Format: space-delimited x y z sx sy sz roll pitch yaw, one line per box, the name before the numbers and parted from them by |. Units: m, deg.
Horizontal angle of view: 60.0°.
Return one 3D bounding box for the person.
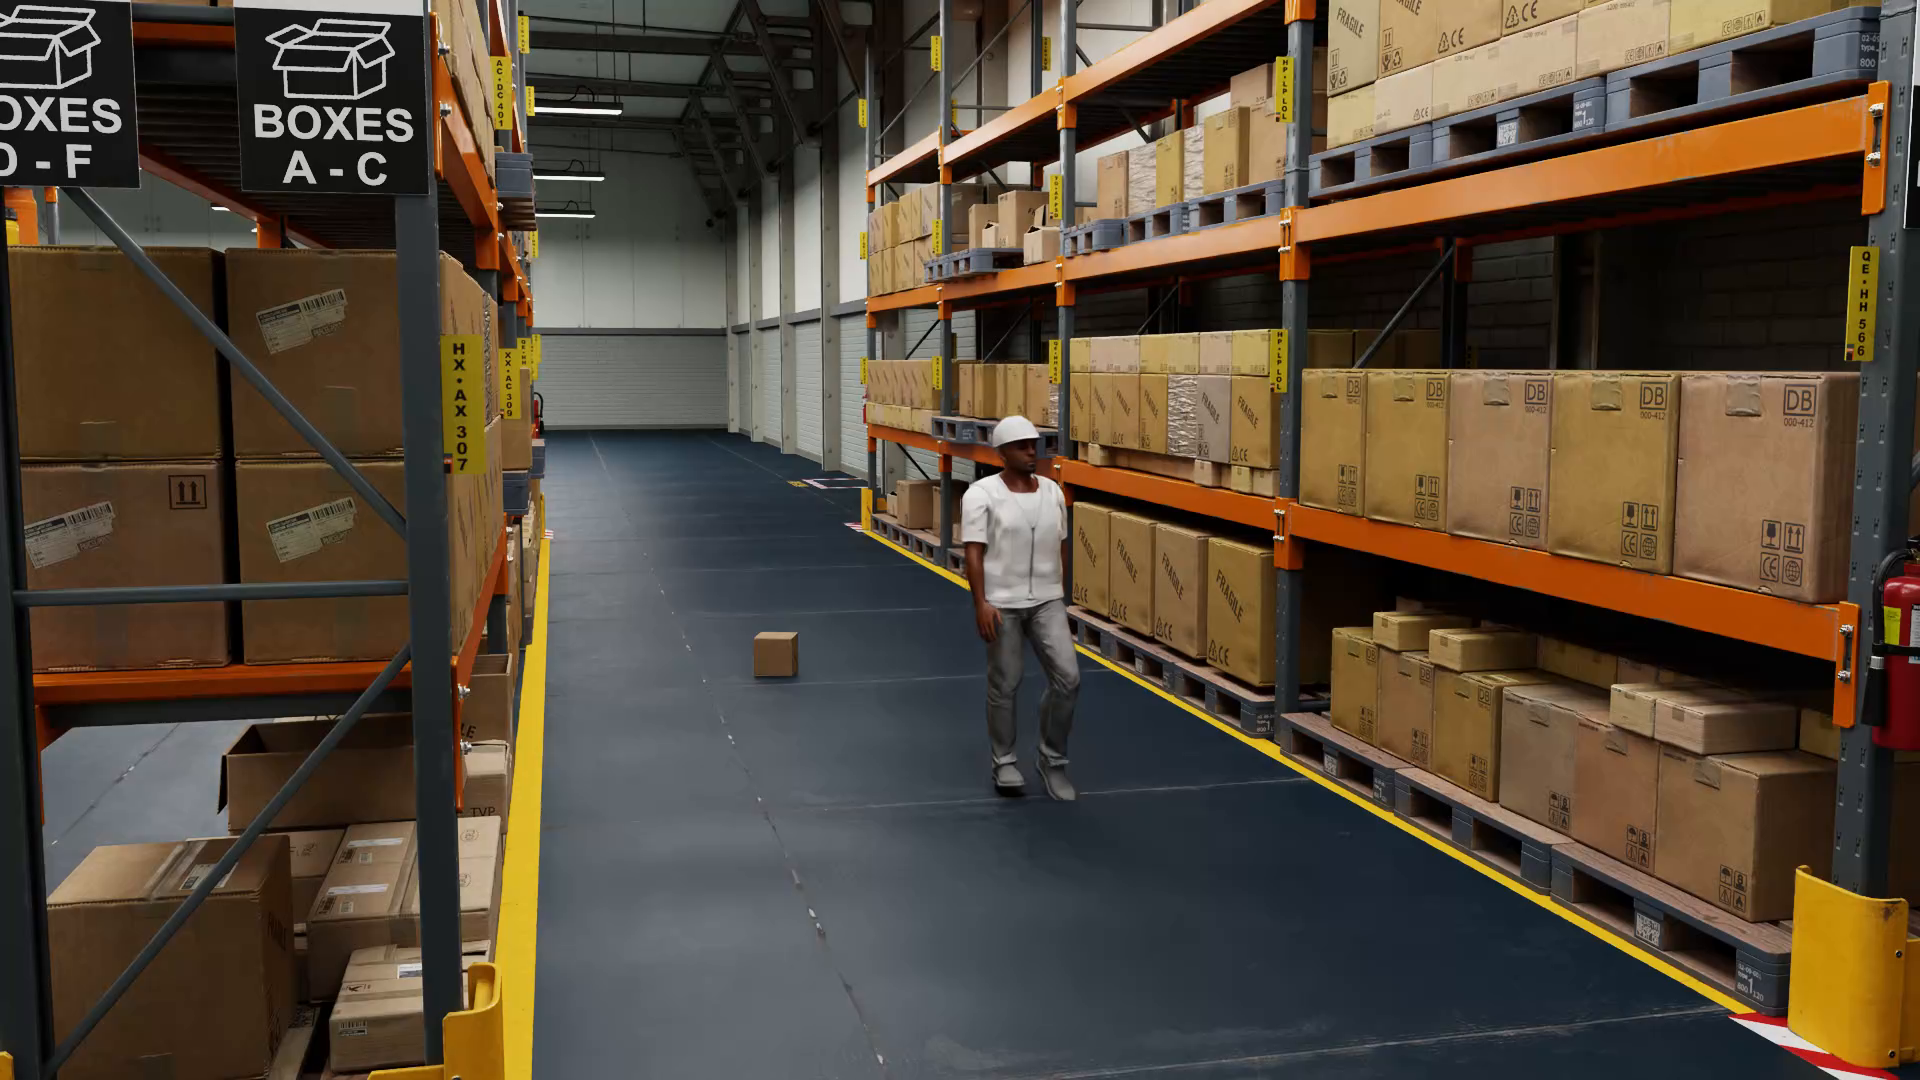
person | 0.289 0.328 7.782 0.564 1.812 0.497 -2 6 -19
